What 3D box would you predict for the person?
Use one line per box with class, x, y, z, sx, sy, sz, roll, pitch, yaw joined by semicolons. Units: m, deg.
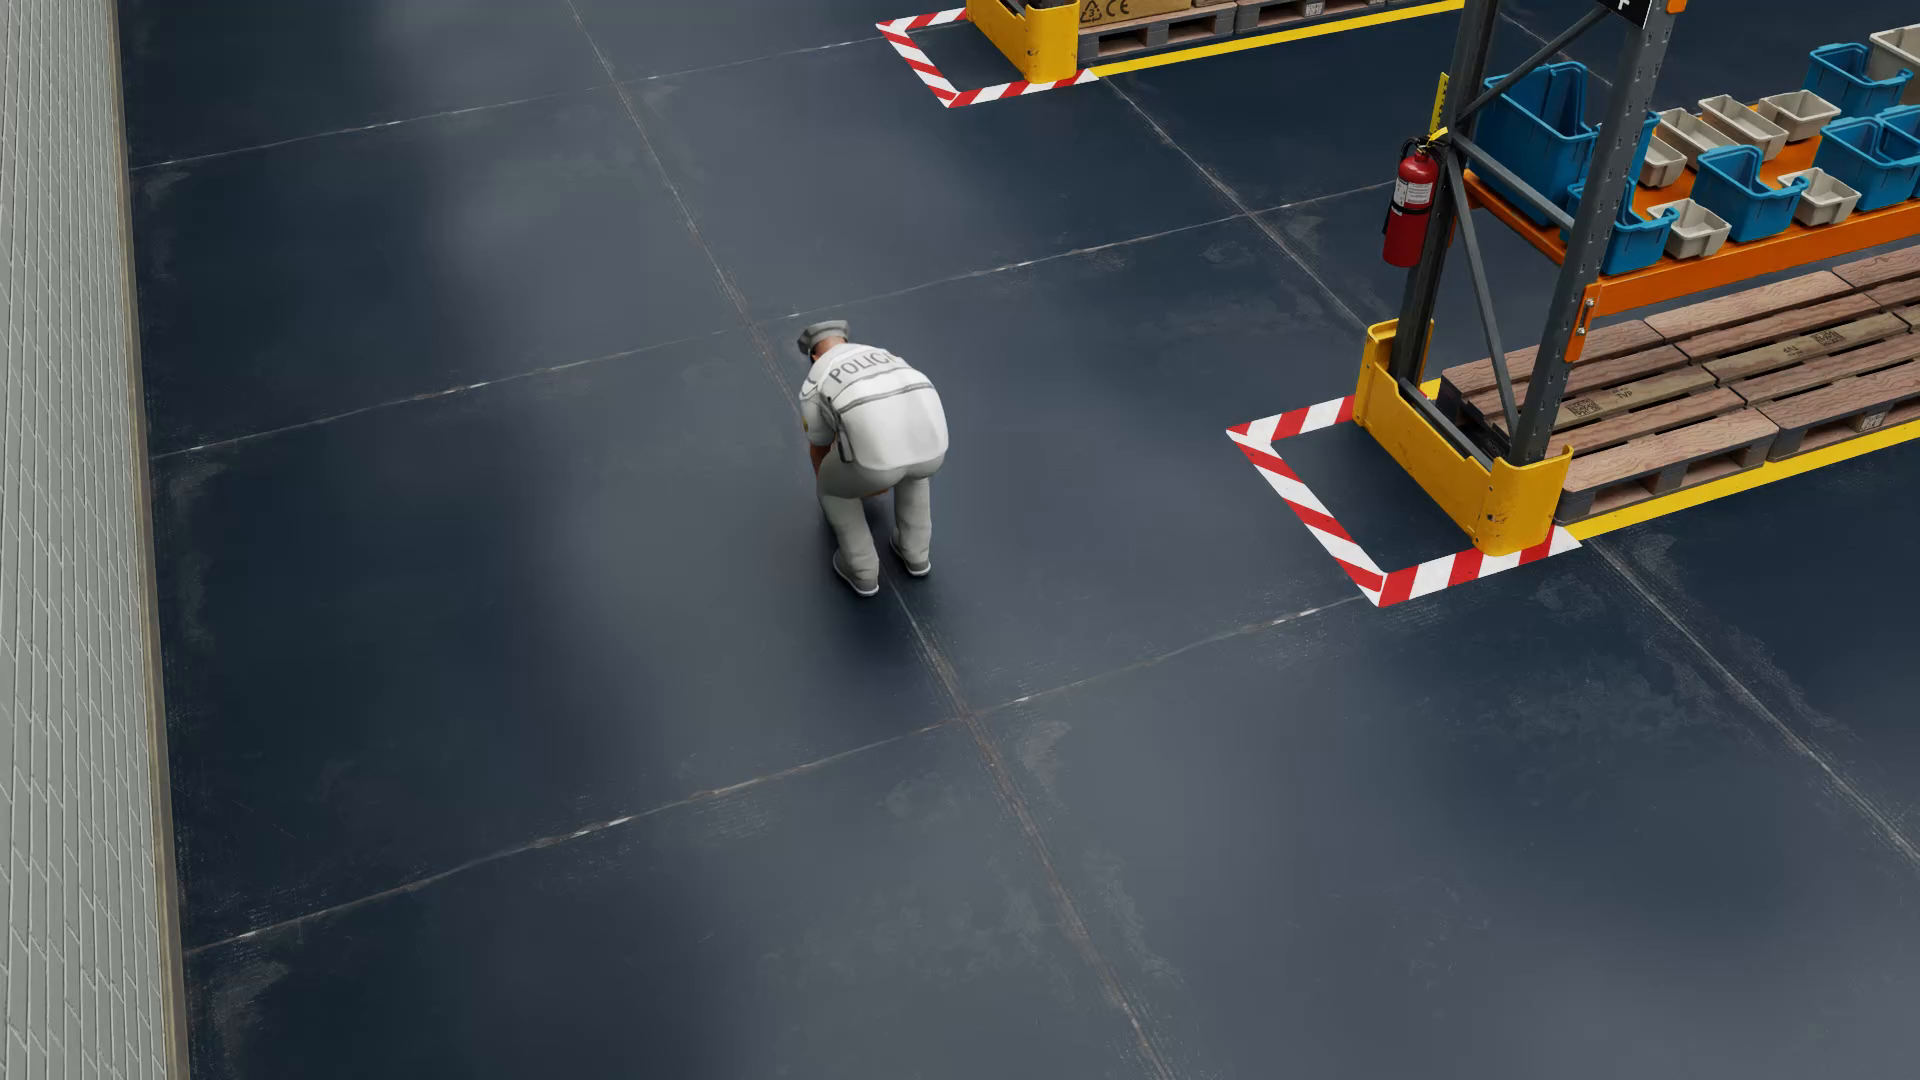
person;-0.410;-0.386;7.125;0.516;1.045;1.036;-17;44;-19
